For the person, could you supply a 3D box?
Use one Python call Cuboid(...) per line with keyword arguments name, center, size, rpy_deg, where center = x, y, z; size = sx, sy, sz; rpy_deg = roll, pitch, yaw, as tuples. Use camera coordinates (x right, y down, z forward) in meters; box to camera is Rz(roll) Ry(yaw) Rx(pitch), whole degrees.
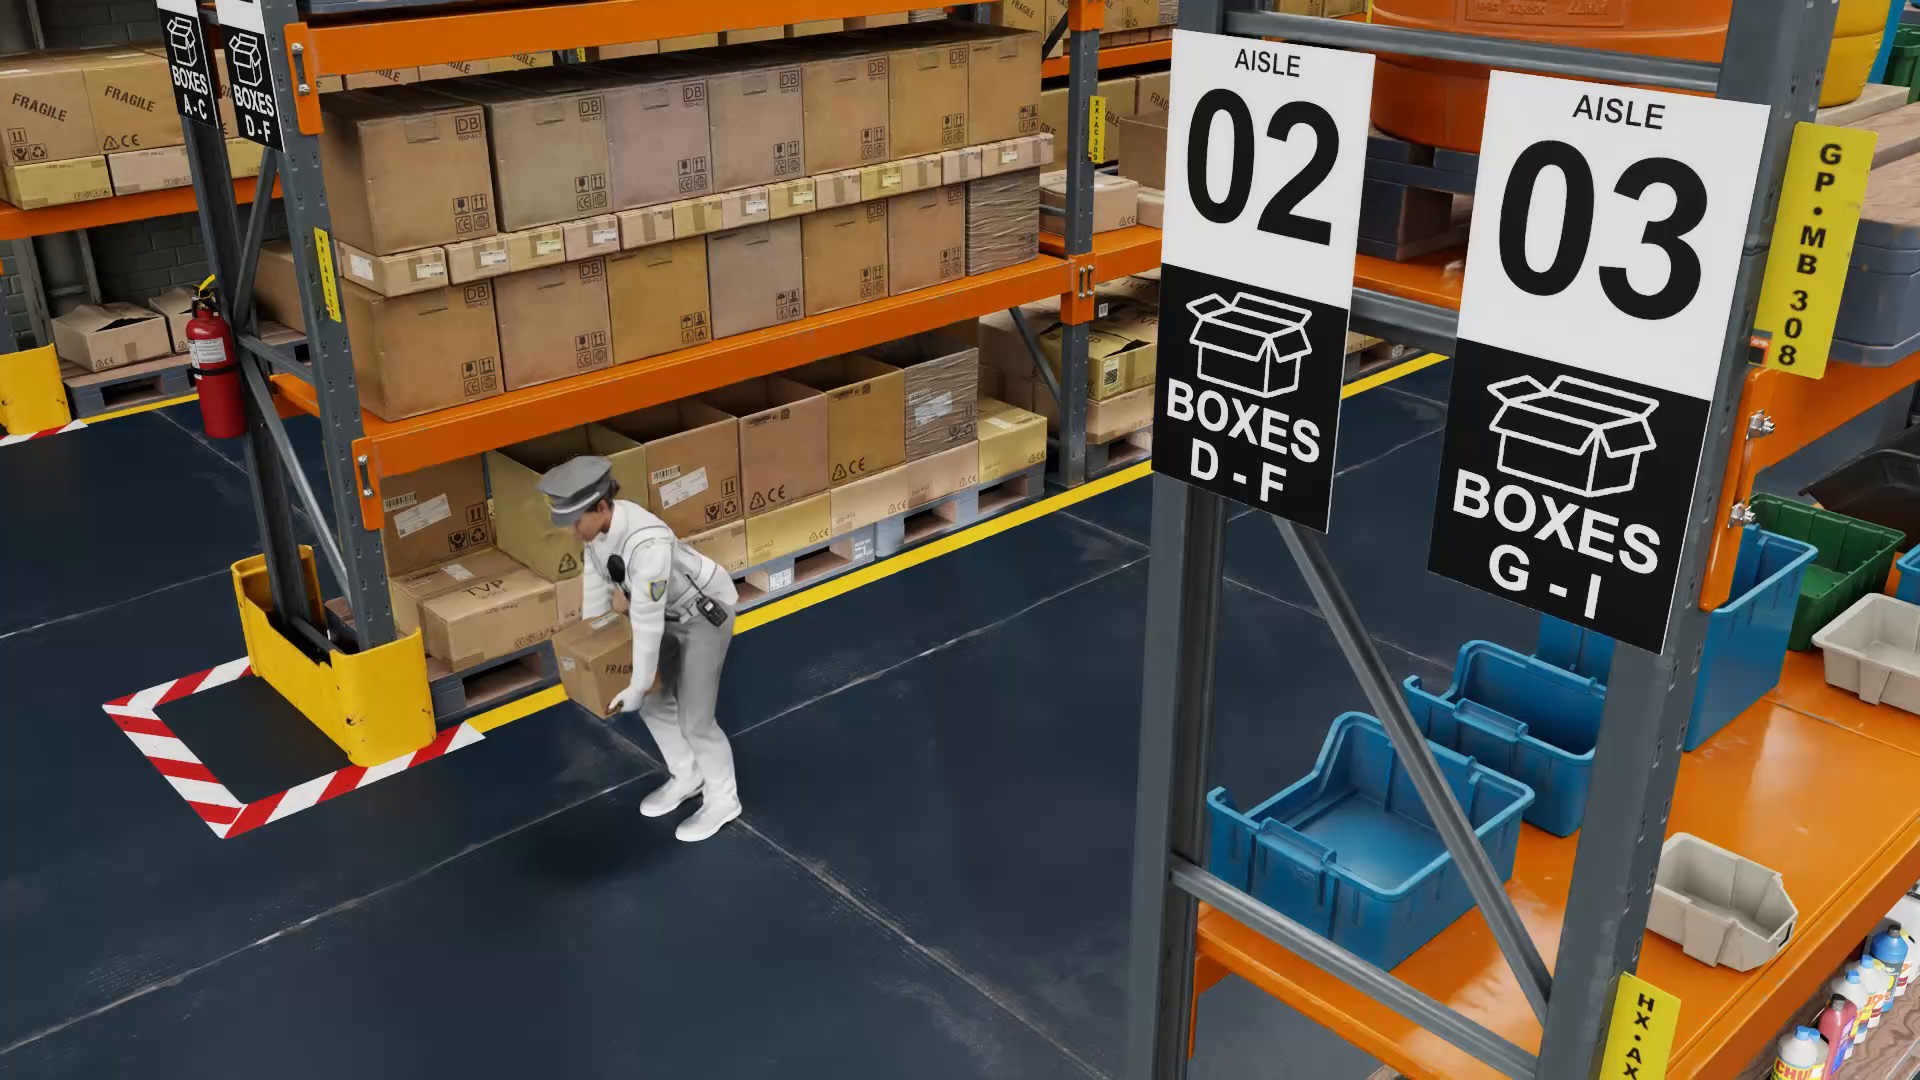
Cuboid(name="person", center=(-1.114, 0.386, 5.926), size=(0.692, 1.531, 0.408), rpy_deg=(-22, 32, -39))
